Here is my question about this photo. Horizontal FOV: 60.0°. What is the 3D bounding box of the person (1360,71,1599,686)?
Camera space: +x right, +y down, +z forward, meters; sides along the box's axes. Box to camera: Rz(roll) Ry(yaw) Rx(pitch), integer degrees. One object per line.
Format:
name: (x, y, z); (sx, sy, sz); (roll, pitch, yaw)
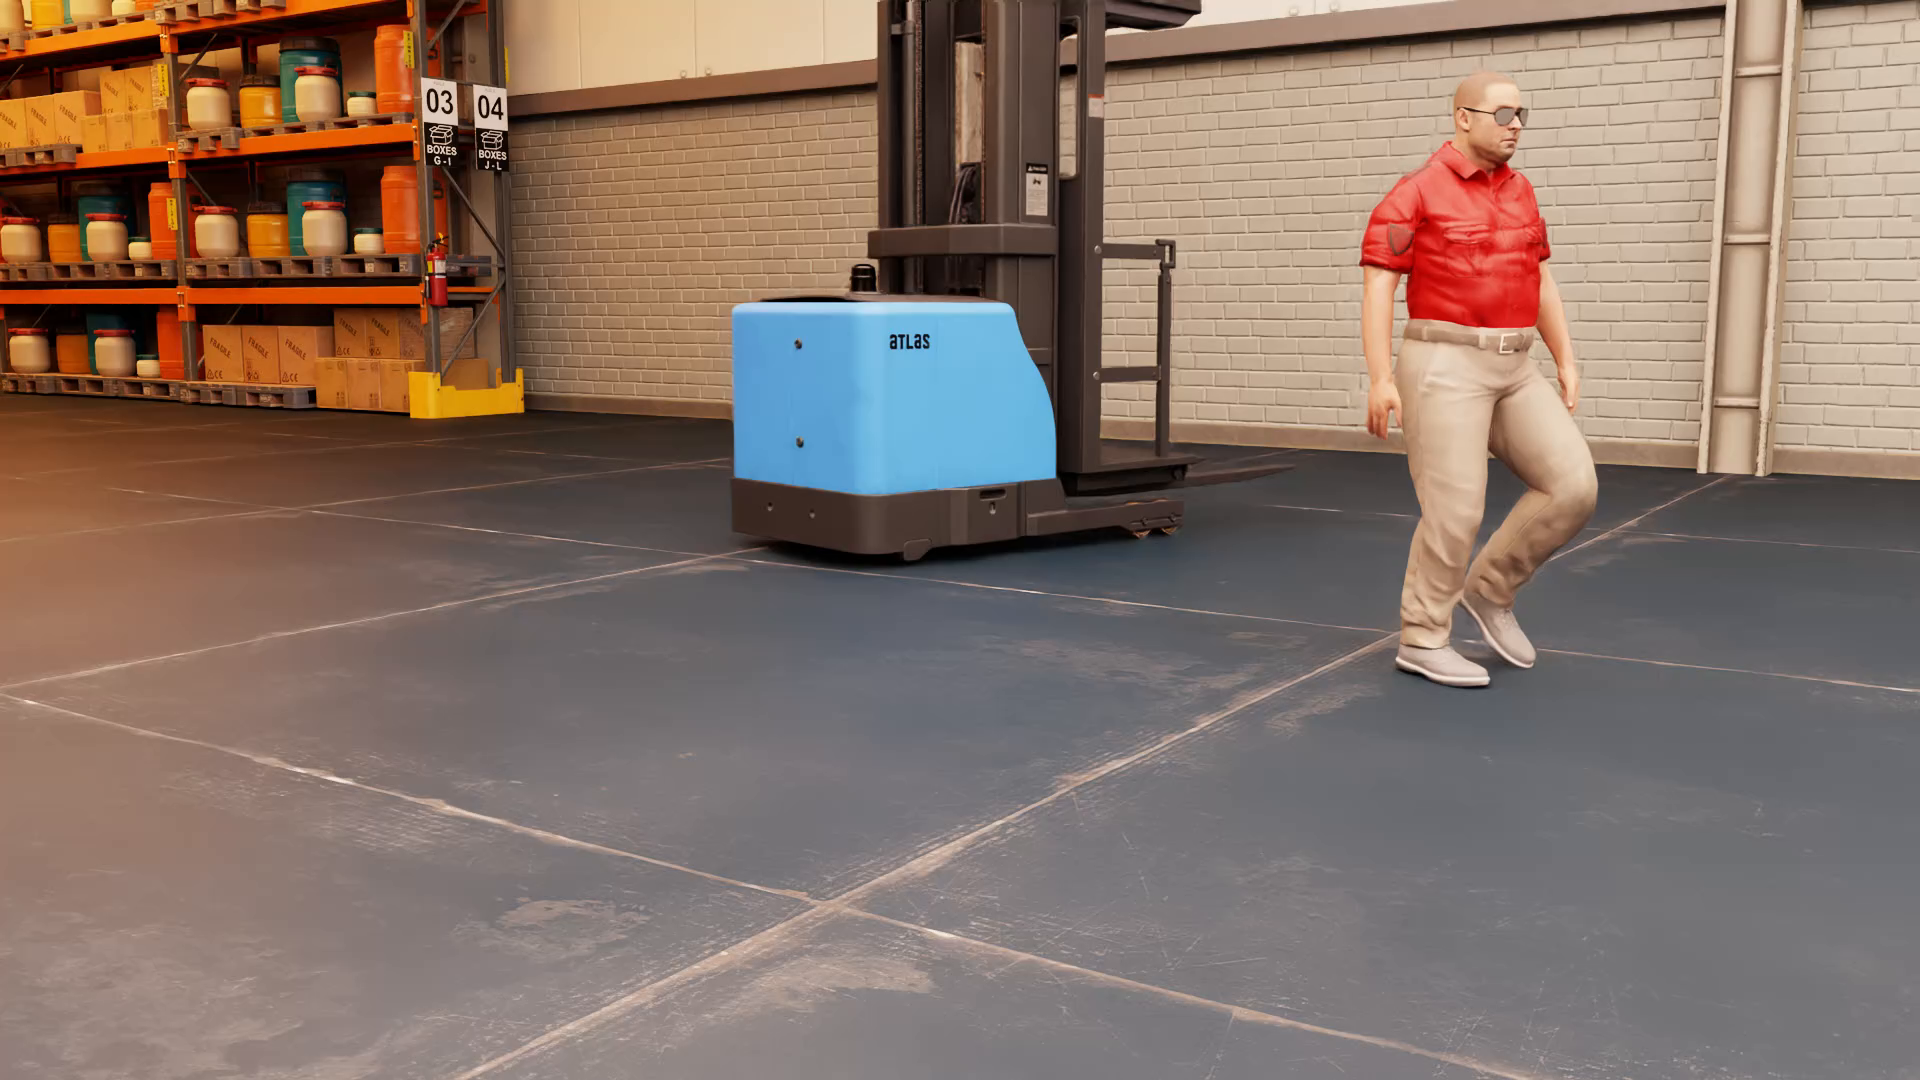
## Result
person: (1.489, -0.448, 4.695); (0.682, 1.709, 0.465); (-4, 9, -28)

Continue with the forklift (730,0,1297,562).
forklift: (0.419, -1.512, 7.823); (3.031, 2.935, 1.130); (-7, 11, -41)
